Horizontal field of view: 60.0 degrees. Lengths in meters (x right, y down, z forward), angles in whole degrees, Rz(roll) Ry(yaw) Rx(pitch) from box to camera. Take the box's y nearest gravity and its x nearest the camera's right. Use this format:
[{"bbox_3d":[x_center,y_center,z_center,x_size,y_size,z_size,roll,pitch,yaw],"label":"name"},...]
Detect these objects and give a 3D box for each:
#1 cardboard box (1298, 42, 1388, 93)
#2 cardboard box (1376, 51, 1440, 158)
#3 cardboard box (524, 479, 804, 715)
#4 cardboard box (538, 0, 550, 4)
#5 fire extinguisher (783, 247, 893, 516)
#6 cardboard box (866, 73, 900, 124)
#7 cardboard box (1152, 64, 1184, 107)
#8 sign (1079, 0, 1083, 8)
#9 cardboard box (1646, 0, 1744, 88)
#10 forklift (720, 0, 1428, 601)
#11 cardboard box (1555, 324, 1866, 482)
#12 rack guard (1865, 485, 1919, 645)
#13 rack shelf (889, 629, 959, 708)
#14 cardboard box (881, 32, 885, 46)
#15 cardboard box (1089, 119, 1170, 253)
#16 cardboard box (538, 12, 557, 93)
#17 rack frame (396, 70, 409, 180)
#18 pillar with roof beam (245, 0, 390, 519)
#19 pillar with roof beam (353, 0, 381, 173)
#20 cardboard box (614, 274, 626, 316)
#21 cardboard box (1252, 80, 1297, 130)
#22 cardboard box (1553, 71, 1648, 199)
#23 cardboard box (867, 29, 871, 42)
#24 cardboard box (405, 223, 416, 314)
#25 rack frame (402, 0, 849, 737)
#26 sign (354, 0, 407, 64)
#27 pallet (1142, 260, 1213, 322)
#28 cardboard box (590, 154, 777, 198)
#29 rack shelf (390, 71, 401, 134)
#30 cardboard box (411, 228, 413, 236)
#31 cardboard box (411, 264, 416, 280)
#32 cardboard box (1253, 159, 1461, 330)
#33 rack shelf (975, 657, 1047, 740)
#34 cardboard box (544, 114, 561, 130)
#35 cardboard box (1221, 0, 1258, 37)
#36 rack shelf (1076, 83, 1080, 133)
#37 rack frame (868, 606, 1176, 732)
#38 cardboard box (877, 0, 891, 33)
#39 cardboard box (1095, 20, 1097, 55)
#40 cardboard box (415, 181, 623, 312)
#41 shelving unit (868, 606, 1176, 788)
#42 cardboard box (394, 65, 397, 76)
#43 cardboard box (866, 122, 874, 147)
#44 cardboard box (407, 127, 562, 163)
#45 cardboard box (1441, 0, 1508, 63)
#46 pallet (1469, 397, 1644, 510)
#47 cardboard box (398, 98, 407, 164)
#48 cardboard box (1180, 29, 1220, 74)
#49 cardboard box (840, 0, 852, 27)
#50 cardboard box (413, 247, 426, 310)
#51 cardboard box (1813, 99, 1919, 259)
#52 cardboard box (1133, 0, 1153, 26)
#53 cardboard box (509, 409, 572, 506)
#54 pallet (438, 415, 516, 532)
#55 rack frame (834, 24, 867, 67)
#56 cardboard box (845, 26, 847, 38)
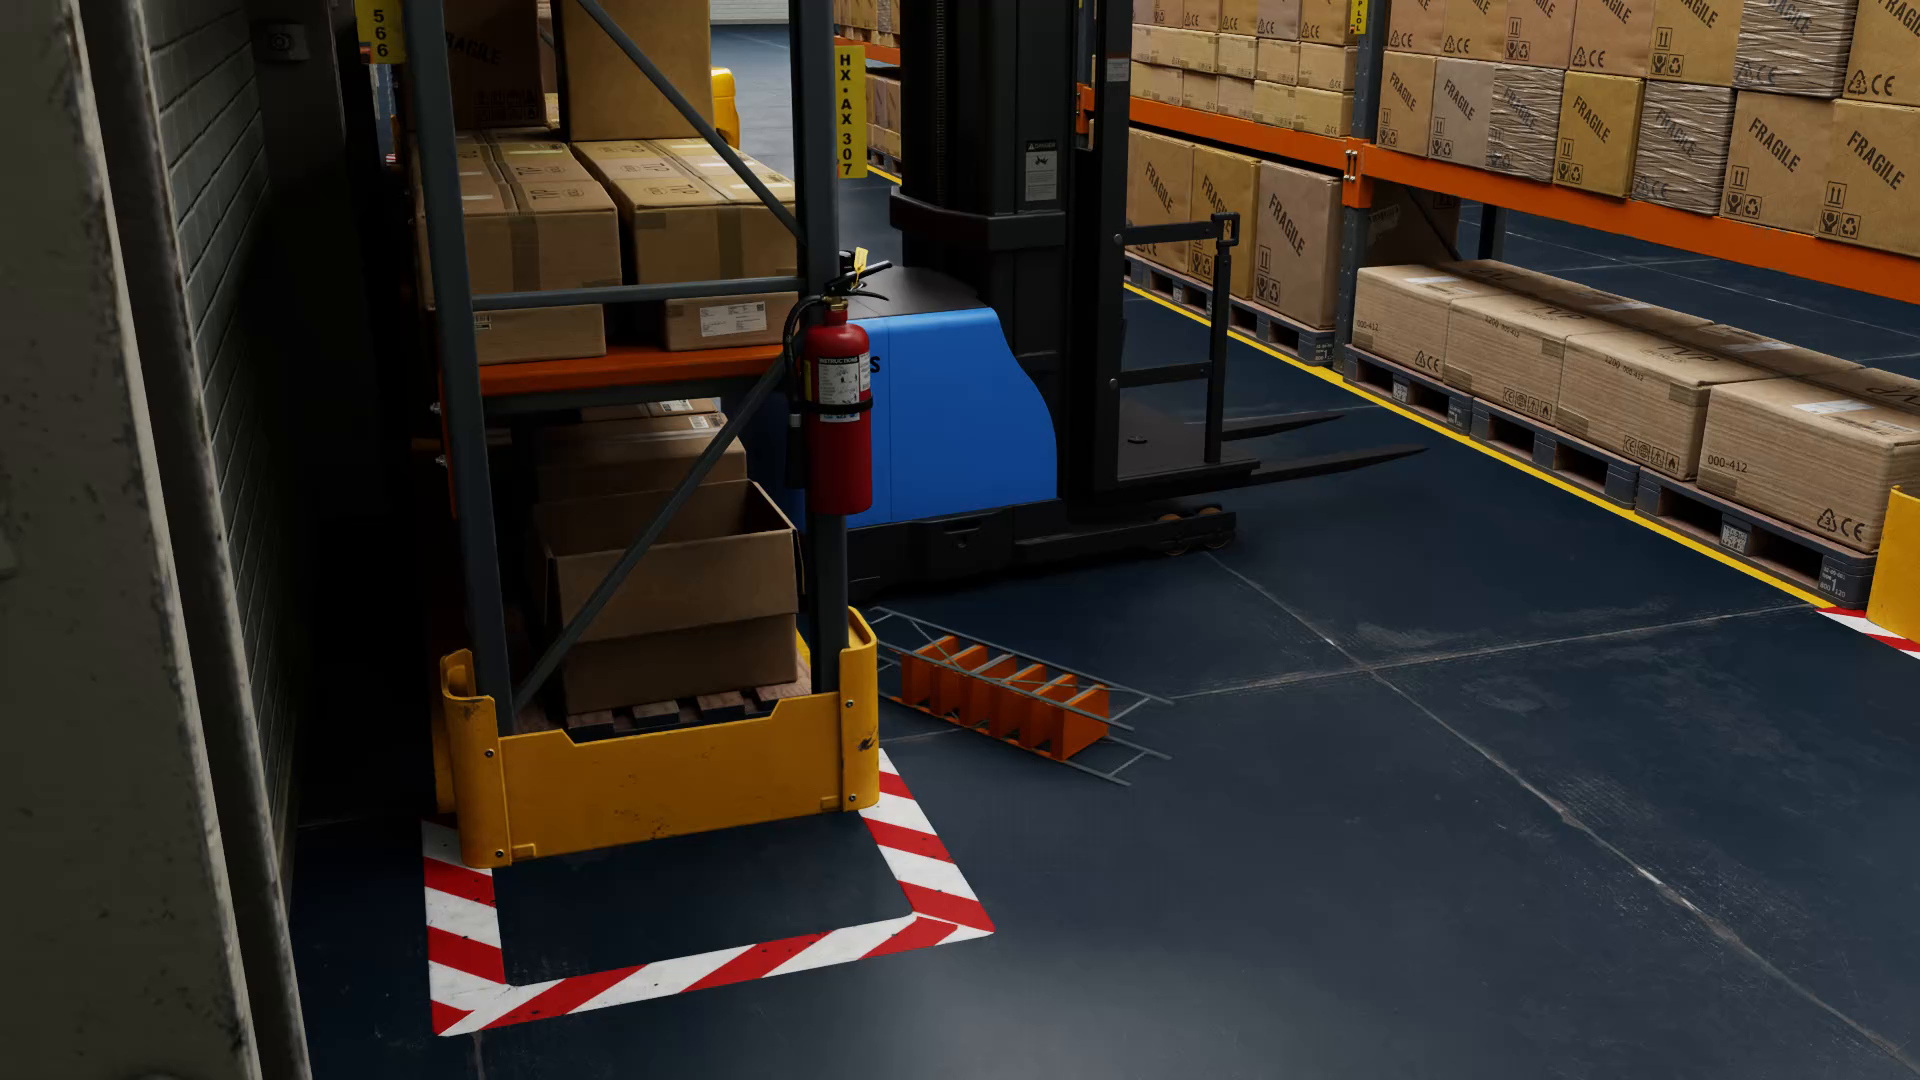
[{"bbox_3d":[2.283,-2.708,9.502,0.500,0.250,0.500,-6,21,-17],"label":"cardboard box"},{"bbox_3d":[2.551,-2.297,8.726,0.500,0.500,0.500,-6,21,-15],"label":"cardboard box"},{"bbox_3d":[-0.903,0.155,5.119,0.797,0.503,0.637,-7,21,-19],"label":"cardboard box"},{"bbox_3d":[-2.627,-2.925,9.849,0.797,0.503,0.637,-7,21,-18],"label":"cardboard box"},{"bbox_3d":[-0.316,-0.406,4.275,0.296,0.674,0.183,-6,21,-17],"label":"fire extinguisher"},{"bbox_3d":[-0.802,-4.911,18.488,0.500,0.500,0.500,-6,21,-16],"label":"cardboard box"},{"bbox_3d":[1.648,-3.125,11.403,0.500,0.250,0.500,-6,21,-15],"label":"cardboard box"},{"bbox_3d":[0.883,-4.159,12.462,0.100,0.325,0.005,-6,21,-17],"label":"sign"},{"bbox_3d":[3.188,-2.115,6.741,0.500,0.500,0.500,-6,21,-17],"label":"cardboard box"},{"bbox_3d":[0.573,-1.468,6.668,3.031,2.935,1.130,-9,22,-23],"label":"forklift"},{"bbox_3d":[3.312,-0.630,7.403,0.875,0.438,0.875,-6,21,-16],"label":"cardboard box"},{"bbox_3d":[3.917,0.040,6.067,1.175,0.500,0.348,-6,21,-17],"label":"rack guard"},{"bbox_3d":[-0.113,0.415,5.466,0.103,0.180,0.258,16,25,36],"label":"rack shelf"},{"bbox_3d":[-0.627,-5.359,17.770,0.380,0.149,0.250,-7,21,-18],"label":"cardboard box"},{"bbox_3d":[1.534,-2.679,12.459,0.875,0.875,0.875,-7,21,-18],"label":"cardboard box"},{"bbox_3d":[-1.998,-2.323,8.178,0.700,0.500,0.500,-6,21,-16],"label":"cardboard box"},{"bbox_3d":[-3.316,-3.183,11.341,1.000,3.000,0.127,-6,21,-17],"label":"rack frame"},{"bbox_3d":[1.392,-4.861,7.138,9.100,9.000,0.400,-6,21,-17],"label":"pillar with roof beam"},{"bbox_3d":[-2.380,-8.712,17.860,9.100,9.000,0.400,-6,21,-17],"label":"pillar with roof beam"},{"bbox_3d":[-0.883,-0.790,5.049,0.380,0.149,0.250,-7,21,-18],"label":"cardboard box"},{"bbox_3d":[2.113,-2.638,10.046,0.500,0.250,0.500,-7,21,-18],"label":"cardboard box"},{"bbox_3d":[3.018,-1.809,7.368,0.500,0.500,0.500,-6,21,-16],"label":"cardboard box"},{"bbox_3d":[-0.820,-5.612,18.476,0.380,0.149,0.250,-6,21,-15],"label":"cardboard box"},{"bbox_3d":[-3.148,-1.710,10.317,0.500,0.500,0.500,-5,20,-14],"label":"cardboard box"},{"bbox_3d":[-0.801,-0.616,4.194,1.000,3.000,0.127,-6,21,-17],"label":"rack frame"},{"bbox_3d":[-1.334,-1.257,3.798,0.100,0.325,0.005,-6,21,-17],"label":"sign"},{"bbox_3d":[1.951,-1.748,11.470,1.003,0.211,1.213,-6,21,-17],"label":"pallet"},{"bbox_3d":[-0.847,-1.021,5.104,0.500,0.250,0.500,-6,21,-17],"label":"cardboard box"},{"bbox_3d":[-3.944,-3.486,13.250,1.077,0.370,4.000,-6,21,-17],"label":"rack shelf"},{"bbox_3d":[-2.895,-1.724,9.397,0.380,0.149,0.250,-6,21,-16],"label":"cardboard box"},{"bbox_3d":[-2.641,-1.207,8.916,0.500,0.500,0.500,-7,21,-19],"label":"cardboard box"},{"bbox_3d":[2.382,-1.816,10.058,0.875,0.875,0.875,-6,21,-16],"label":"cardboard box"},{"bbox_3d":[0.165,0.494,5.252,0.103,0.180,0.258,16,25,36],"label":"rack shelf"},{"bbox_3d":[-1.351,-1.511,6.467,0.500,0.250,0.500,-7,21,-18],"label":"cardboard box"},{"bbox_3d":[1.963,-3.392,10.297,0.500,0.500,0.500,-6,21,-16],"label":"cardboard box"},{"bbox_3d":[0.767,-4.015,14.721,1.077,0.370,4.000,-6,21,-17],"label":"rack shelf"},{"bbox_3d":[0.107,0.392,5.266,1.200,0.006,0.240,16,25,36],"label":"rack frame"},{"bbox_3d":[-0.573,-5.629,17.563,0.500,0.500,0.500,-6,21,-16],"label":"cardboard box"},{"bbox_3d":[1.320,-3.688,12.228,0.500,0.250,0.500,-7,21,-18],"label":"cardboard box"},{"bbox_3d":[-1.198,-0.805,4.501,0.500,0.250,0.500,-6,21,-16],"label":"cardboard box"},{"bbox_3d":[0.107,0.478,5.297,1.200,0.189,0.258,16,25,36],"label":"shelving unit"},{"bbox_3d":[-3.700,-3.230,11.693,0.500,0.250,0.500,-7,21,-18],"label":"cardboard box"},{"bbox_3d":[-0.791,-4.556,18.610,0.500,0.250,0.500,-5,20,-14],"label":"cardboard box"},{"bbox_3d":[-1.674,-1.298,5.873,0.500,0.250,0.500,-6,21,-17],"label":"cardboard box"},{"bbox_3d":[2.725,-2.604,8.103,0.500,0.500,0.500,-7,21,-18],"label":"cardboard box"},{"bbox_3d":[3.204,-0.471,7.916,1.003,0.211,1.213,-6,21,-17],"label":"pallet"},{"bbox_3d":[-2.159,-1.781,7.220,0.500,0.250,0.500,-7,21,-18],"label":"cardboard box"},{"bbox_3d":[1.773,-3.196,10.860,0.500,0.250,0.500,-6,21,-16],"label":"cardboard box"},{"bbox_3d":[-1.068,-6.119,18.926,0.500,0.500,0.500,-6,21,-16],"label":"cardboard box"},{"bbox_3d":[-1.479,-0.817,5.126,0.380,0.149,0.250,-6,21,-17],"label":"cardboard box"},{"bbox_3d":[3.507,-1.318,6.001,0.500,0.500,0.500,-6,21,-17],"label":"cardboard box"},{"bbox_3d":[1.483,-3.887,11.674,0.500,0.500,0.500,-6,21,-17],"label":"cardboard box"},{"bbox_3d":[-1.461,-0.455,6.823,0.700,0.500,0.500,-7,21,-19],"label":"cardboard box"},{"bbox_3d":[-1.843,-0.367,7.625,1.003,0.211,1.213,-6,21,-17],"label":"pallet"},{"bbox_3d":[-1.119,-6.279,19.960,1.000,3.000,0.127,-6,21,-17],"label":"rack frame"},{"bbox_3d":[-1.110,-5.856,19.156,0.380,0.149,0.250,-7,21,-19],"label":"cardboard box"}]
